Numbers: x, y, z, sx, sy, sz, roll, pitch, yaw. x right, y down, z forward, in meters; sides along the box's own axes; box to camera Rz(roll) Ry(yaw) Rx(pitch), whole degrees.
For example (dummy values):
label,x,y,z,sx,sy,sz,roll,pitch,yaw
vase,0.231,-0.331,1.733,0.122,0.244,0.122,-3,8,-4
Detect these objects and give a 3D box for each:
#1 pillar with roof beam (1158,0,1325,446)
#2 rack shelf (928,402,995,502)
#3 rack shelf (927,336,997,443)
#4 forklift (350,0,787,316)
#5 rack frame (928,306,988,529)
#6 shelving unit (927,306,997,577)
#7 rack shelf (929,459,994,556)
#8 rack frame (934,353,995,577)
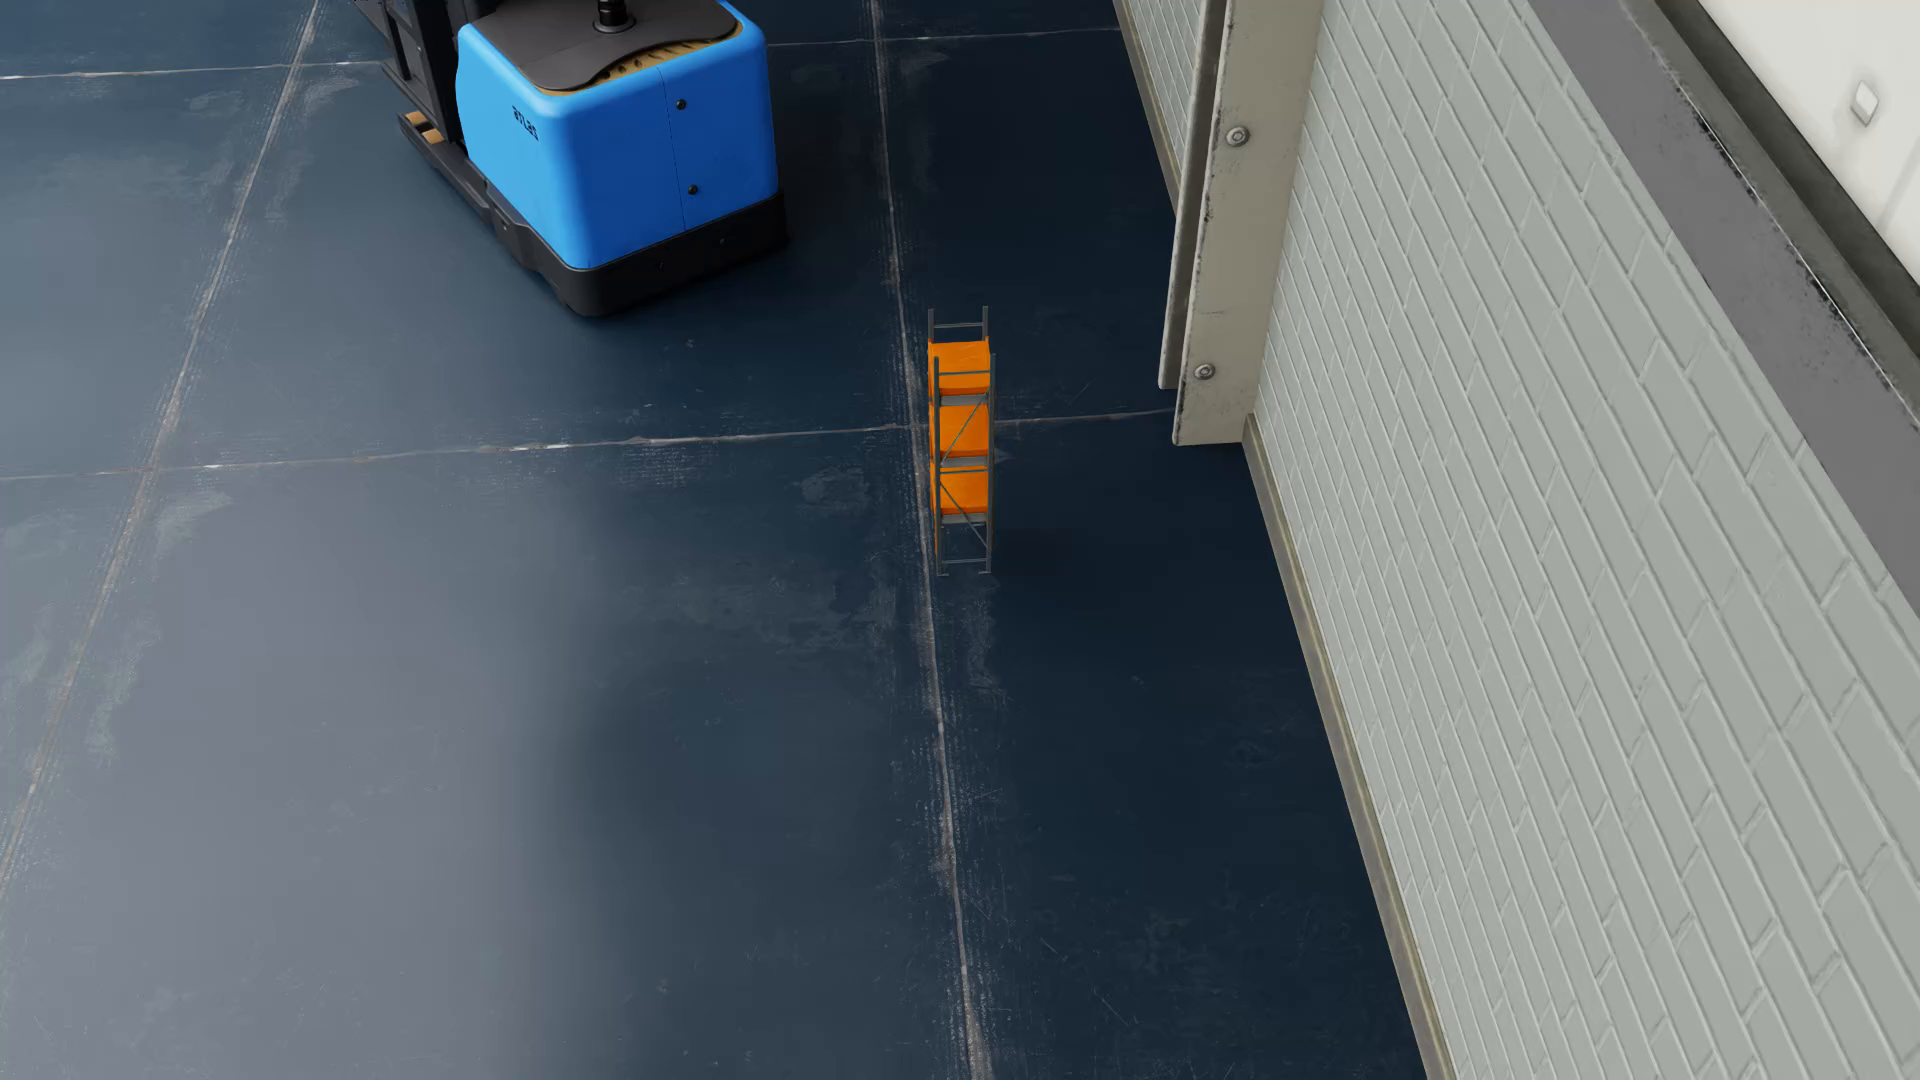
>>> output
label,x,y,z,sx,sy,sz,roll,pitch,yaw
pillar with roof beam,-3.302,-3.361,3.235,9.100,9.000,0.400,-3,47,-3
rack shelf,0.004,-0.315,5.840,0.215,0.259,0.240,-3,47,-3
rack shelf,0.004,-0.510,5.634,0.215,0.259,0.240,-3,47,-3
forklift,-2.048,-2.987,7.061,1.130,2.935,3.031,-28,53,-24
rack frame,-0.006,-0.411,5.916,0.200,1.050,0.008,-3,47,-3
shelving unit,0.004,-0.322,5.832,0.215,1.050,0.252,-3,47,-3
rack shelf,0.004,-0.124,6.042,0.215,0.259,0.240,-3,47,-3
rack frame,0.015,-0.234,5.749,0.200,1.050,0.008,-3,47,-3
